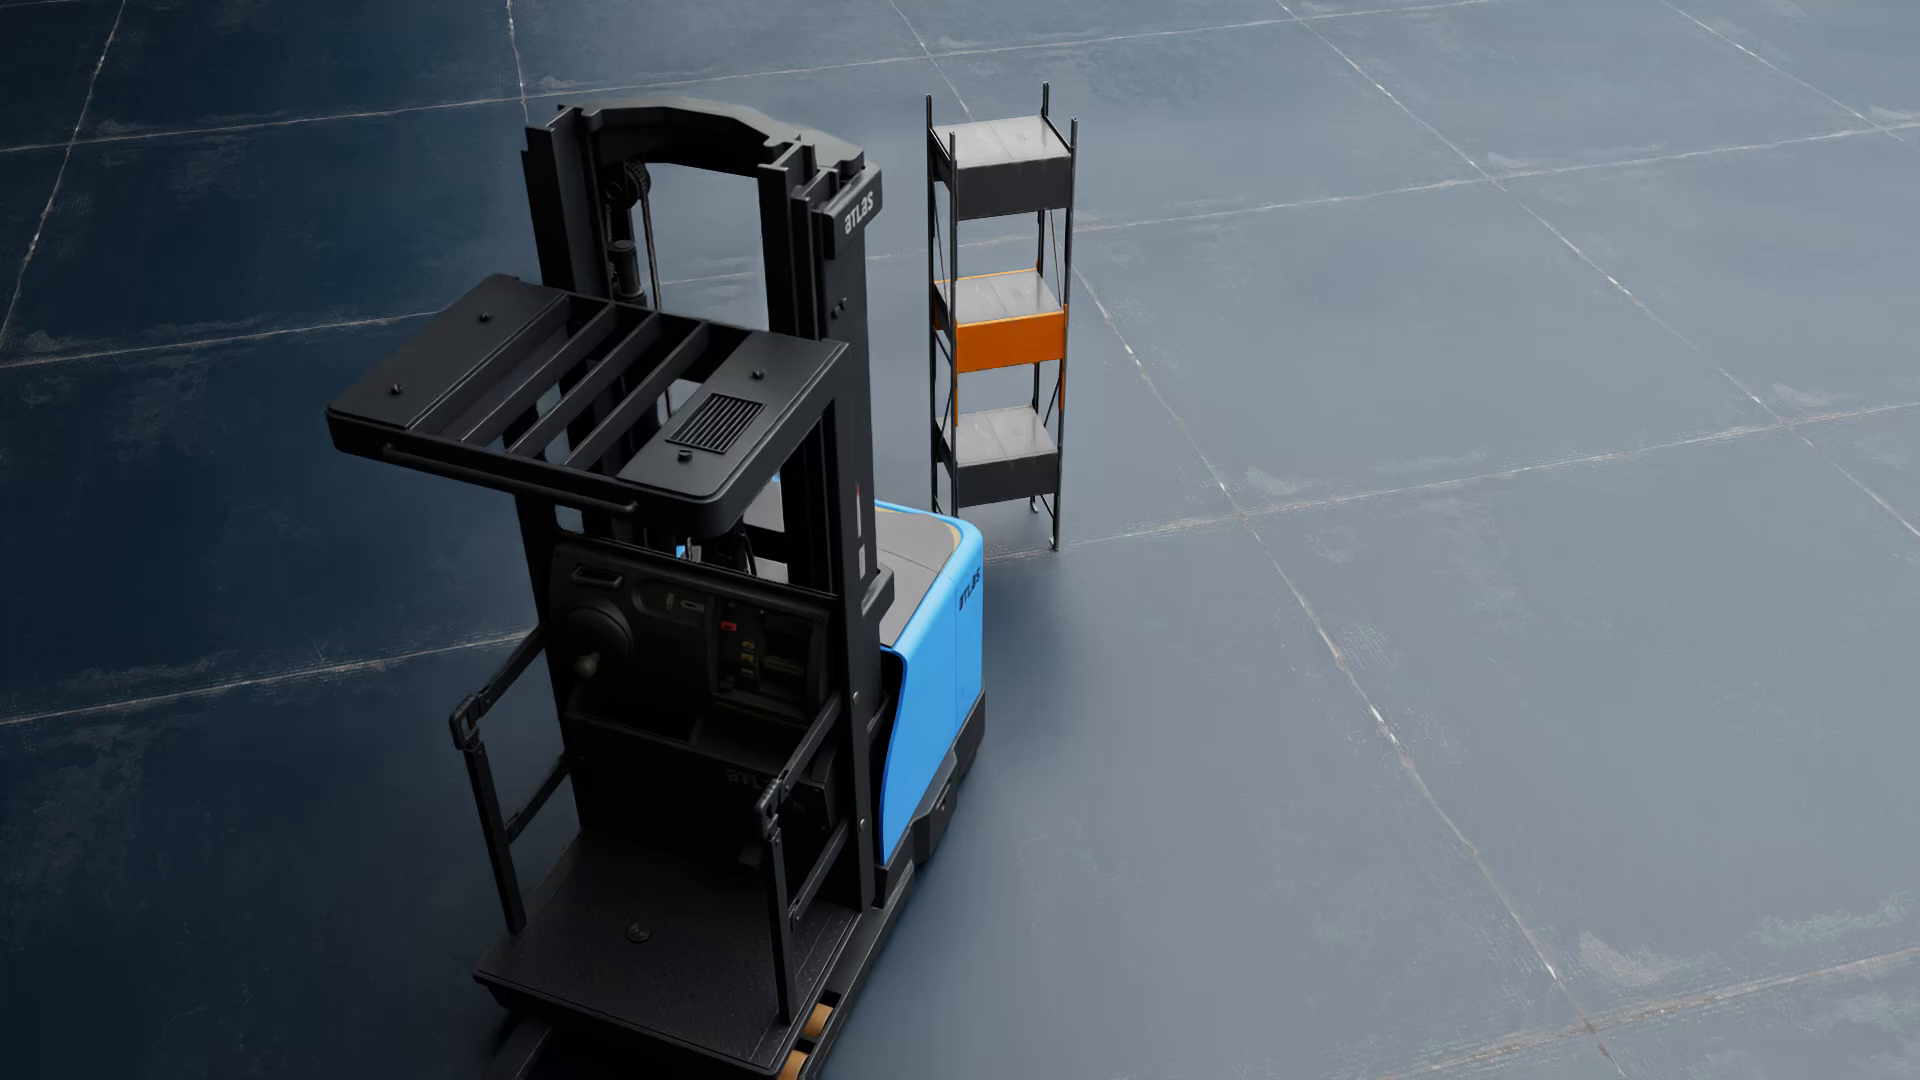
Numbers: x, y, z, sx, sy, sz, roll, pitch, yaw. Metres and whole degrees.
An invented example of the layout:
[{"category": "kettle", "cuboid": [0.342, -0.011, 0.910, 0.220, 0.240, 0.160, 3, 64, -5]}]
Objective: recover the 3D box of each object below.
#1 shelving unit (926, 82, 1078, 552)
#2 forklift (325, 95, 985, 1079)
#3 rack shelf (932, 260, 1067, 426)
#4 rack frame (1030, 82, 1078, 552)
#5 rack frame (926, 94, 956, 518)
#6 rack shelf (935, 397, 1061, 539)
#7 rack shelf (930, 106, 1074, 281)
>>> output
[{"category": "shelving unit", "cuboid": [0.160, -0.860, 7.146, 0.503, 2.100, 0.431, -9, 38, -12]}, {"category": "forklift", "cuboid": [-0.902, 0.359, 4.869, 1.130, 2.935, 3.031, 13, 39, 17]}, {"category": "rack shelf", "cuboid": [0.160, -0.849, 7.155, 0.480, 0.518, 0.431, -9, 38, -12]}, {"category": "rack frame", "cuboid": [0.395, -0.899, 7.197, 0.015, 2.100, 0.400, -9, 38, -12]}, {"category": "rack frame", "cuboid": [-0.076, -0.822, 7.096, 0.015, 2.100, 0.400, -9, 38, -12]}, {"category": "rack shelf", "cuboid": [0.160, -0.293, 7.580, 0.480, 0.518, 0.431, -9, 38, -12]}, {"category": "rack shelf", "cuboid": [0.160, -1.405, 6.729, 0.480, 0.518, 0.431, -9, 38, -12]}]
